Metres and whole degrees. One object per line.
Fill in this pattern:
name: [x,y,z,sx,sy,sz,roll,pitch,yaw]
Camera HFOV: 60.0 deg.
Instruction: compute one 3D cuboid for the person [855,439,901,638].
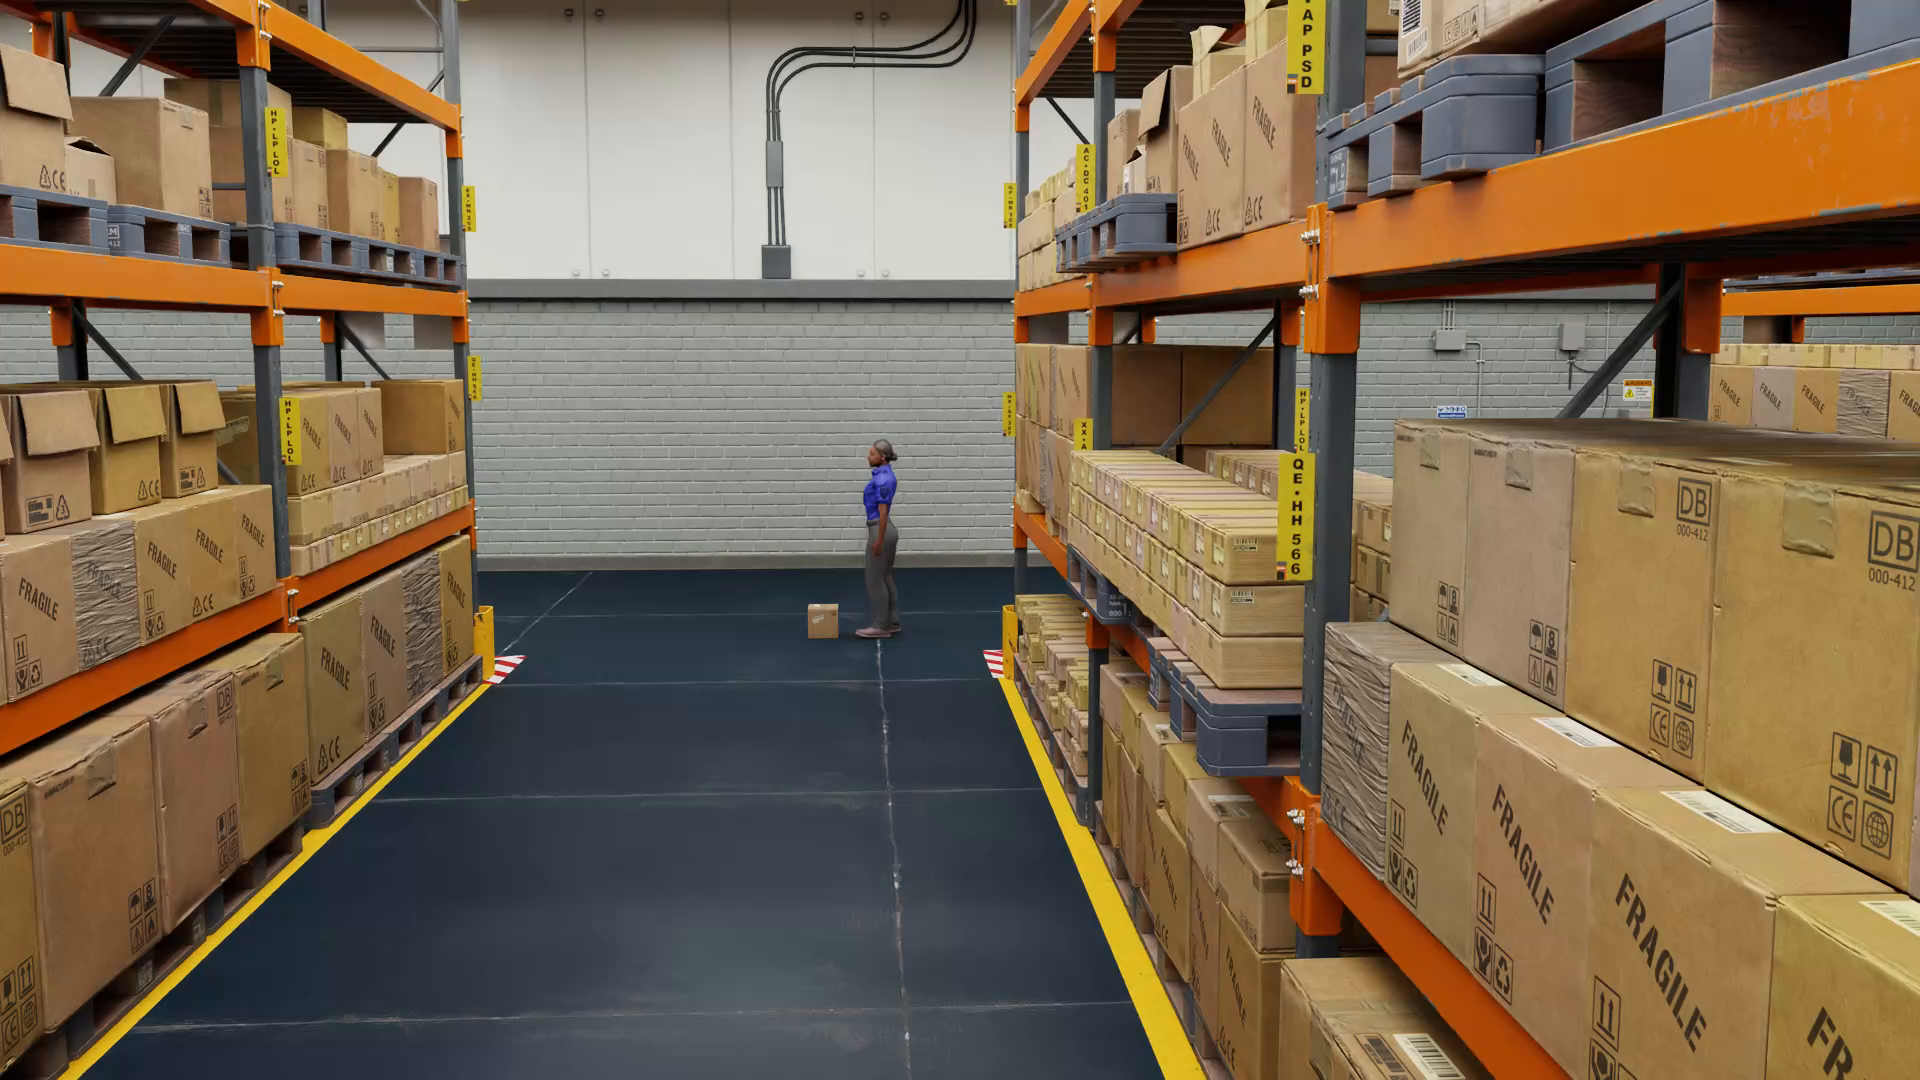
person: [-0.689,-0.016,13.902,0.380,1.655,0.438,0,7,-2]
